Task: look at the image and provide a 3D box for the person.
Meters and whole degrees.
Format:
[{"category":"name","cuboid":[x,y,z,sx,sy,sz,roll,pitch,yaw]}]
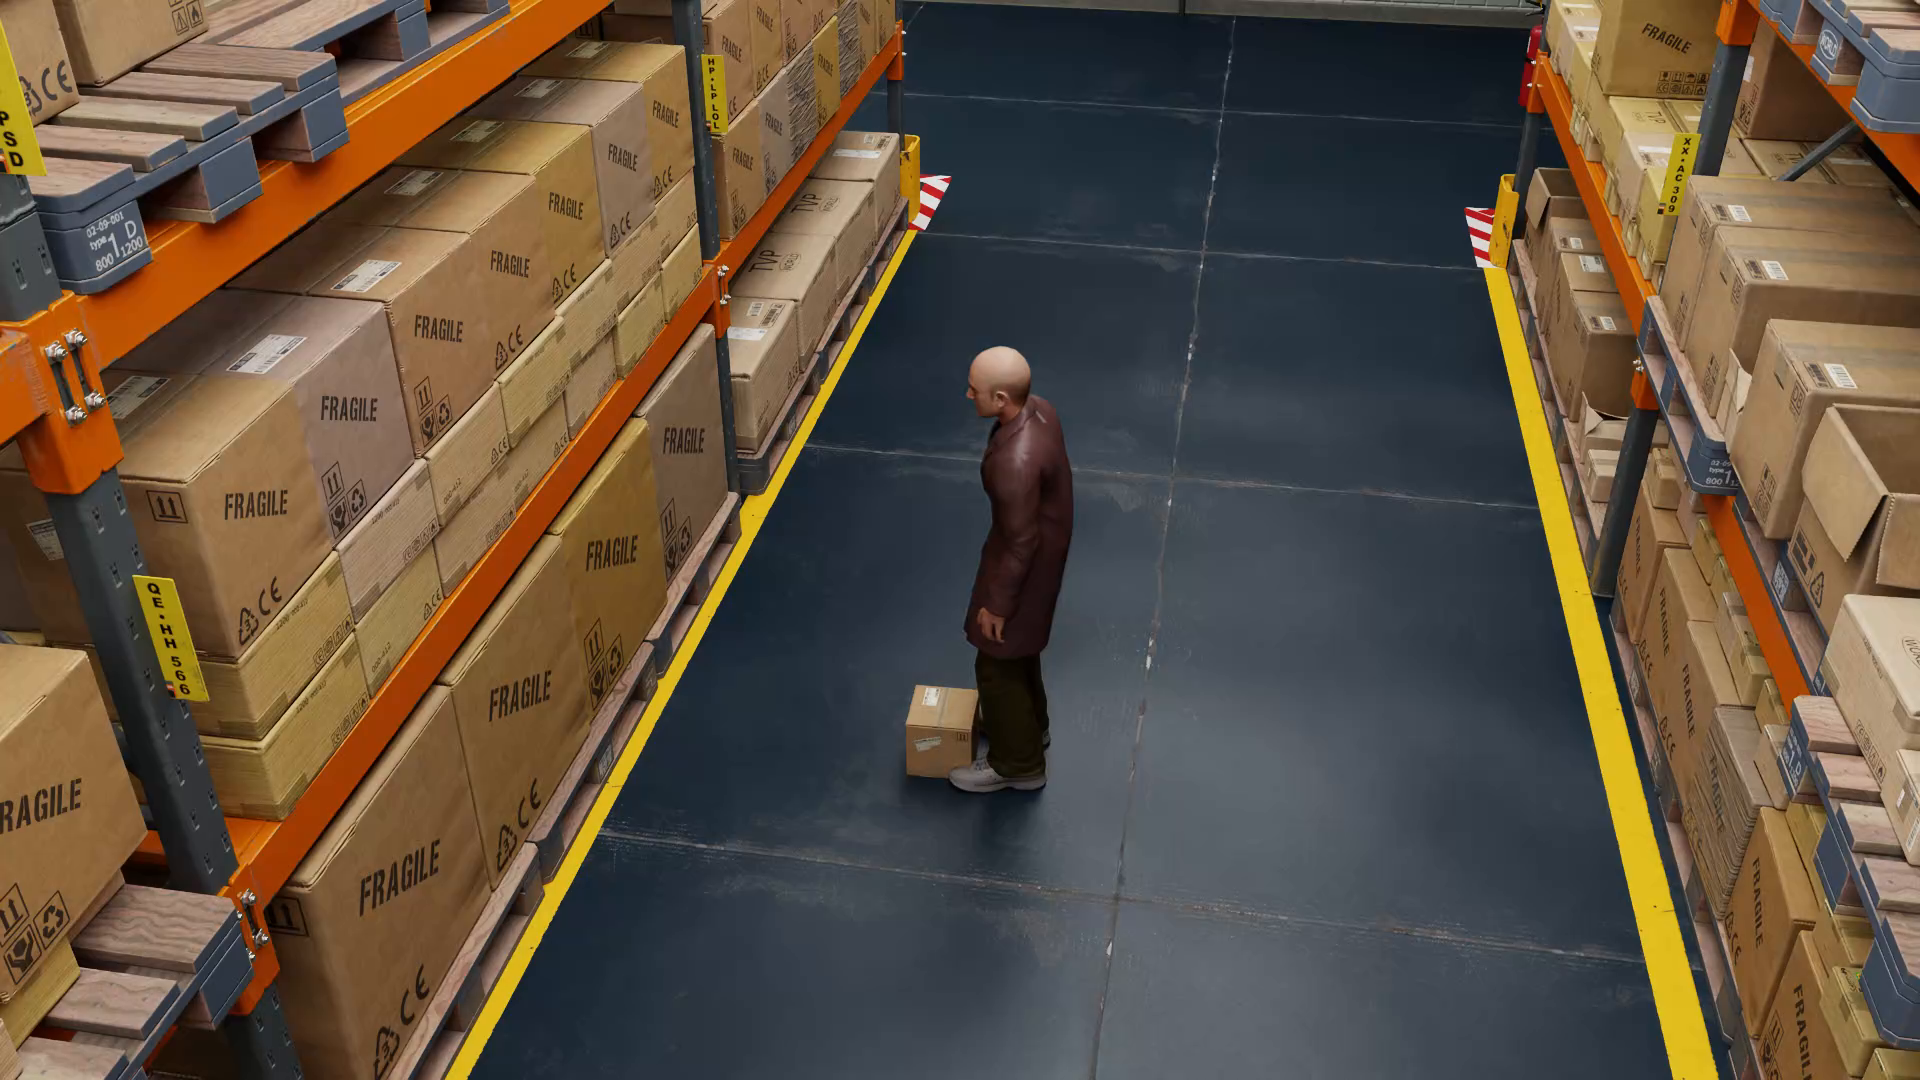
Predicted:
[{"category":"person","cuboid":[0.187,0.112,5.973,0.423,1.773,0.640,4,32,7]}]
